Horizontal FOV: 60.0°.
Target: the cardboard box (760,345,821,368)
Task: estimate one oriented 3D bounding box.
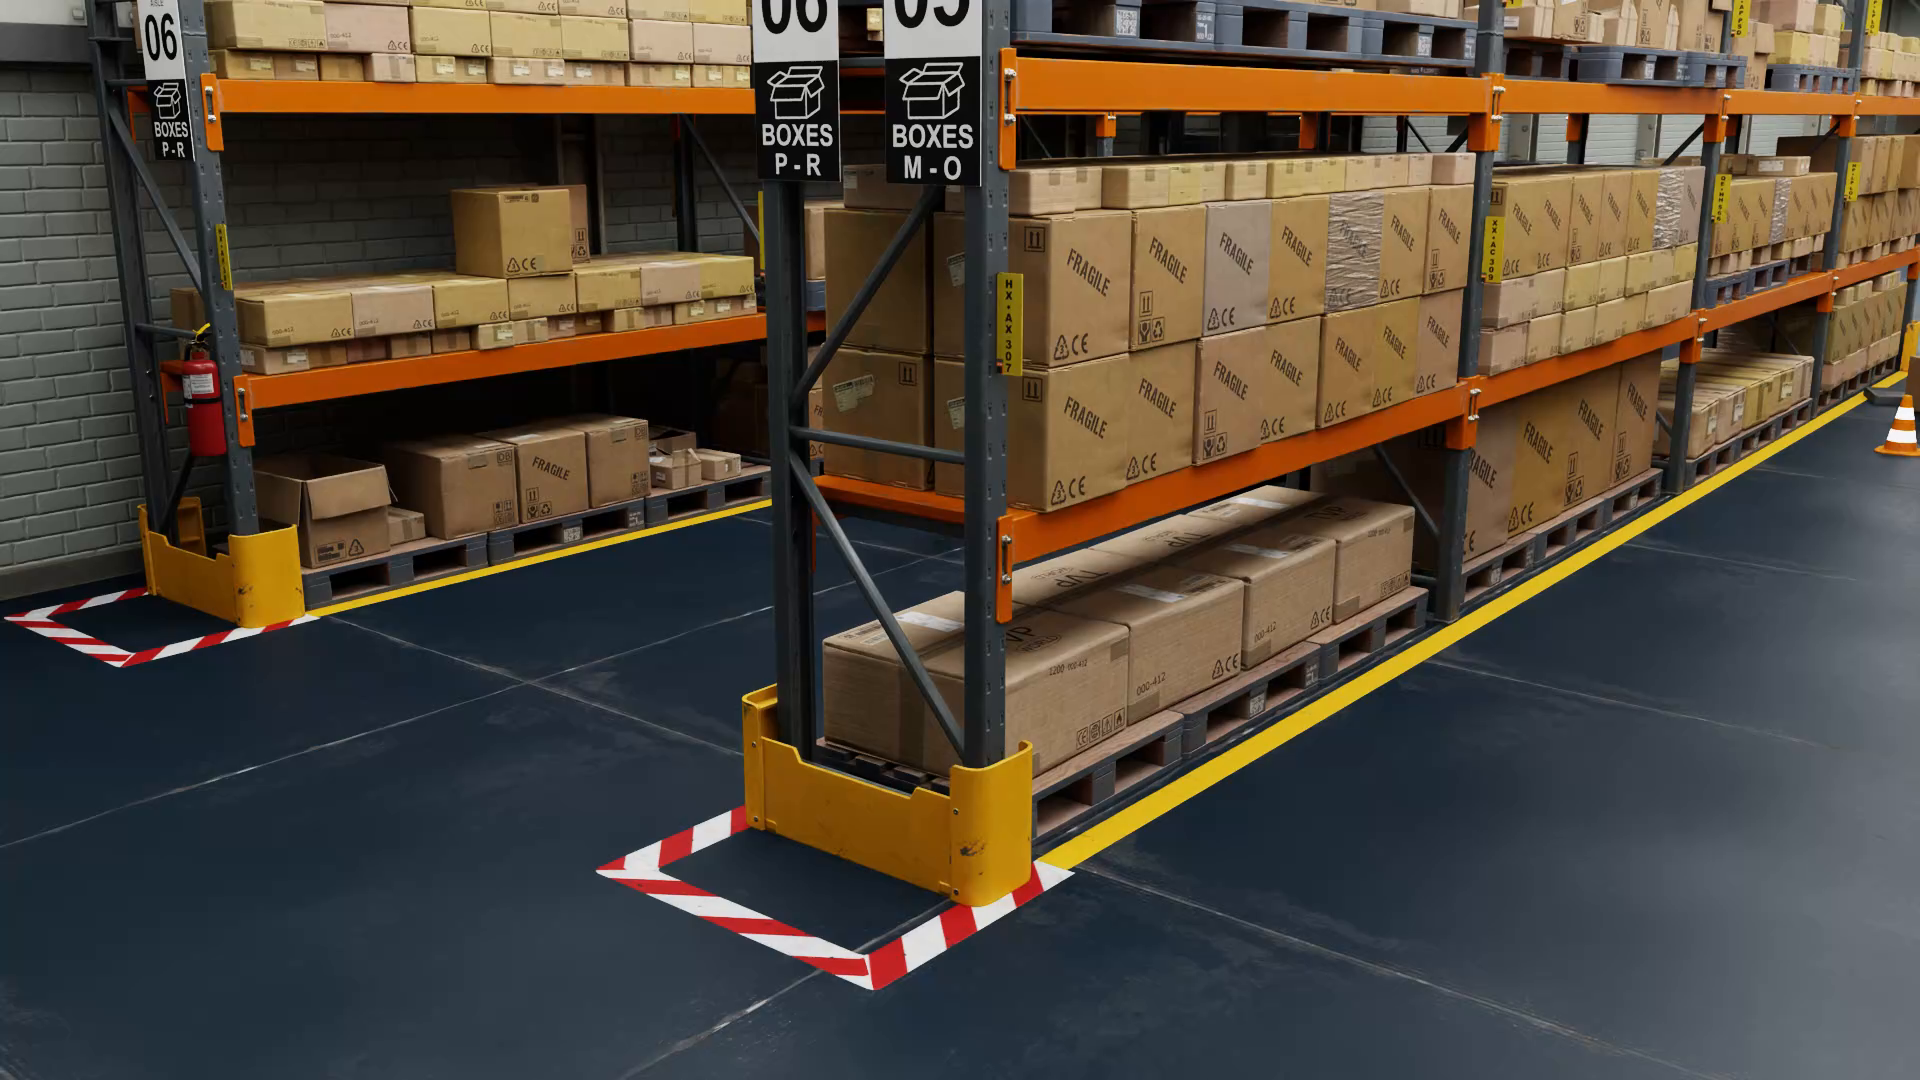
[{"bbox_3d":[-1.232,-1.341,12.112,0.380,0.149,0.250,11,18,37],"label":"cardboard box"}]

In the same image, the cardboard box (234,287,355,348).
[{"bbox_3d":[-3.637,-1.204,8.971,0.500,0.250,0.500,11,18,38],"label":"cardboard box"}]

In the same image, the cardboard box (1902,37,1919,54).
[{"bbox_3d":[8.867,-4.693,15.805,0.380,0.149,0.250,12,18,39],"label":"cardboard box"}]

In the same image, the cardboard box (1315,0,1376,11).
[{"bbox_3d":[1.423,-2.579,7.324,0.797,0.503,0.637,13,19,42],"label":"cardboard box"}]

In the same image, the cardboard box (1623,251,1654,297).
[{"bbox_3d":[4.027,-1.690,10.471,0.500,0.250,0.500,11,18,36],"label":"cardboard box"}]

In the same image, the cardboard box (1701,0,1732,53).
[{"bbox_3d":[4.640,-3.464,11.012,0.797,0.503,0.637,10,17,34],"label":"cardboard box"}]

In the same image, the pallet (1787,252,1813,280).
[{"bbox_3d":[6.680,-2.401,14.373,1.003,0.211,1.213,11,18,38],"label":"pallet"}]

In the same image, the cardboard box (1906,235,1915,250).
[{"bbox_3d":[9.646,-3.092,17.213,0.380,0.149,0.250,11,18,37],"label":"cardboard box"}]

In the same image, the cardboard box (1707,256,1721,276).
[{"bbox_3d":[5.312,-2.016,12.125,0.380,0.149,0.250,10,17,34],"label":"cardboard box"}]

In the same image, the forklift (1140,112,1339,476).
[{"bbox_3d":[2.076,-1.968,12.416,1.130,2.935,3.031,13,19,41],"label":"forklift"}]

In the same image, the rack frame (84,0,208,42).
[{"bbox_3d":[-4.132,-3.995,8.073,1.000,3.000,0.127,11,18,38],"label":"rack frame"}]

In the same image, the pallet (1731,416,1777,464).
[{"bbox_3d":[6.019,-0.883,13.669,1.003,0.211,1.213,11,18,38],"label":"pallet"}]

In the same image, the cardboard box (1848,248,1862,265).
[{"bbox_3d":[8.165,-2.661,15.516,0.380,0.149,0.250,12,19,39],"label":"cardboard box"}]

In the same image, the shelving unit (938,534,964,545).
[{"bbox_3d":[0.009,-0.584,10.486,0.258,1.200,0.189,11,18,38],"label":"shelving unit"}]

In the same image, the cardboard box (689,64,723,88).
[{"bbox_3d":[-1.770,-3.025,10.855,0.380,0.149,0.250,11,18,37],"label":"cardboard box"}]

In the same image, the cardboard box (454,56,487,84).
[{"bbox_3d":[-2.929,-2.685,9.520,0.380,0.149,0.250,11,18,37],"label":"cardboard box"}]

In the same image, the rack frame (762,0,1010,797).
[{"bbox_3d":[-0.269,-0.320,5.791,1.000,3.000,0.127,11,18,38],"label":"rack frame"}]

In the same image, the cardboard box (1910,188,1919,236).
[{"bbox_3d":[9.661,-3.430,17.227,0.500,0.500,0.500,11,18,37],"label":"cardboard box"}]

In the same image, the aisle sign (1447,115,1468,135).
[{"bbox_3d":[6.194,-5.379,20.424,0.394,0.787,0.004,11,18,38],"label":"aisle sign"}]

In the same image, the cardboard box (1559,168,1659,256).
[{"bbox_3d":[4.005,-2.052,10.375,0.500,0.500,0.500,11,18,38],"label":"cardboard box"}]

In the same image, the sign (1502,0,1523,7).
[{"bbox_3d":[2.678,-2.743,8.027,0.100,0.325,0.005,11,18,38],"label":"sign"}]

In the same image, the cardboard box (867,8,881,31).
[{"bbox_3d":[-0.784,-3.675,11.756,0.380,0.149,0.250,11,18,37],"label":"cardboard box"}]

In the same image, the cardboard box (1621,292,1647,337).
[{"bbox_3d":[4.006,-1.448,10.536,0.500,0.250,0.500,11,18,37],"label":"cardboard box"}]

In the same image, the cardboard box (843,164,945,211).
[{"bbox_3d":[-0.199,-1.267,5.968,0.380,0.149,0.250,12,18,38],"label":"cardboard box"}]

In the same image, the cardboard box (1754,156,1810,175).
[{"bbox_3d":[6.736,-3.071,13.644,0.380,0.149,0.250,11,18,36],"label":"cardboard box"}]

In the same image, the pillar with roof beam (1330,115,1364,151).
[{"bbox_3d":[8.134,-6.399,17.536,9.100,9.000,0.400,11,18,38],"label":"pillar with roof beam"}]

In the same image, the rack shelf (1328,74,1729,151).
[{"bbox_3d":[3.502,-2.574,10.033,1.077,0.370,4.000,11,18,38],"label":"rack shelf"}]

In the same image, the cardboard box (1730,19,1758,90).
[{"bbox_3d":[5.363,-3.534,12.148,0.700,0.500,0.500,11,18,38],"label":"cardboard box"}]

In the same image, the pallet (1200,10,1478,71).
[{"bbox_3d":[1.723,-2.342,7.837,1.003,0.211,1.213,11,18,38],"label":"pallet"}]

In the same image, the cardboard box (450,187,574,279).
[{"bbox_3d":[-2.695,-1.855,10.010,0.500,0.500,0.500,12,18,39],"label":"cardboard box"}]

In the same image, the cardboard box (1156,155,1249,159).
[{"bbox_3d":[1.081,-1.661,7.518,0.380,0.149,0.250,11,18,37],"label":"cardboard box"}]

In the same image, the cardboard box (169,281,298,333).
[{"bbox_3d":[-4.049,-1.288,9.302,0.500,0.250,0.500,12,19,39],"label":"cardboard box"}]

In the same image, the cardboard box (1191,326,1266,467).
[{"bbox_3d":[0.886,-0.612,6.736,0.500,0.500,0.500,11,18,37],"label":"cardboard box"}]

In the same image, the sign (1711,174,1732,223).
[{"bbox_3d":[5.193,-2.328,11.343,0.100,0.325,0.005,11,18,38],"label":"sign"}]

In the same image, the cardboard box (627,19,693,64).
[{"bbox_3d":[-2.045,-3.147,10.525,0.500,0.250,0.500,11,18,36],"label":"cardboard box"}]

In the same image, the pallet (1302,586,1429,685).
[{"bbox_3d":[1.707,0.399,8.624,1.003,0.211,1.213,11,18,38],"label":"pallet"}]

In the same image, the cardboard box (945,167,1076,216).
[{"bbox_3d":[0.170,-1.193,5.674,0.380,0.149,0.250,12,18,39],"label":"cardboard box"}]

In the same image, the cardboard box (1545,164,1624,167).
[{"bbox_3d":[4.259,-2.329,11.463,0.500,0.500,0.500,11,18,36],"label":"cardboard box"}]

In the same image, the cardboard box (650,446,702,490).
[{"bbox_3d":[-1.964,-0.511,11.244,0.396,0.266,0.258,12,19,40],"label":"cardboard box"}]

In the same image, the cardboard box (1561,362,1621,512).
[{"bbox_3d":[3.697,-0.736,10.892,0.875,0.875,0.875,12,18,38],"label":"cardboard box"}]

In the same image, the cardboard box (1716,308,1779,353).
[{"bbox_3d":[7.437,-2.007,15.641,0.500,0.500,0.500,11,18,37],"label":"cardboard box"}]

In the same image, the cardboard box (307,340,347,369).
[{"bbox_3d":[-3.588,-1.042,9.143,0.380,0.149,0.250,12,18,39],"label":"cardboard box"}]

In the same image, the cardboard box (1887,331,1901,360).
[{"bbox_3d":[9.474,-2.054,17.348,0.500,0.250,0.500,11,18,37],"label":"cardboard box"}]

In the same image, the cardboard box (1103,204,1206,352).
[{"bbox_3d":[0.574,-1.001,6.237,0.500,0.500,0.500,11,18,36],"label":"cardboard box"}]

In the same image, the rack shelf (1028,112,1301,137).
[{"bbox_3d":[2.153,-4.108,16.069,1.077,0.370,4.000,11,18,38],"label":"rack shelf"}]

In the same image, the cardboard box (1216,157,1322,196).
[{"bbox_3d":[1.304,-1.541,7.045,0.380,0.149,0.250,11,18,38],"label":"cardboard box"}]

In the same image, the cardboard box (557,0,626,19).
[{"bbox_3d":[-2.385,-3.293,10.086,0.500,0.250,0.500,12,18,39],"label":"cardboard box"}]

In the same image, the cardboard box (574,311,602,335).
[{"bbox_3d":[-2.487,-1.393,10.526,0.380,0.149,0.250,12,18,38],"label":"cardboard box"}]

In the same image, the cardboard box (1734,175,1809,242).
[{"bbox_3d":[6.522,-2.697,13.488,0.500,0.500,0.500,12,19,39],"label":"cardboard box"}]

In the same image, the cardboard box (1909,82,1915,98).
[{"bbox_3d":[9.126,-4.413,16.321,0.380,0.149,0.250,11,18,37],"label":"cardboard box"}]

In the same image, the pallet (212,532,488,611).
[{"bbox_3d":[-3.584,0.097,9.814,1.003,0.211,1.213,11,18,38],"label":"pallet"}]

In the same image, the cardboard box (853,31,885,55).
[{"bbox_3d":[-0.622,-3.576,11.971,0.380,0.149,0.250,12,18,38],"label":"cardboard box"}]

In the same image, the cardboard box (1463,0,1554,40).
[{"bbox_3d":[2.832,-2.720,8.566,0.396,0.266,0.258,11,18,37],"label":"cardboard box"}]

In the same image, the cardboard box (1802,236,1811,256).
[{"bbox_3d":[6.851,-2.456,13.856,0.380,0.149,0.250,11,18,37],"label":"cardboard box"}]
